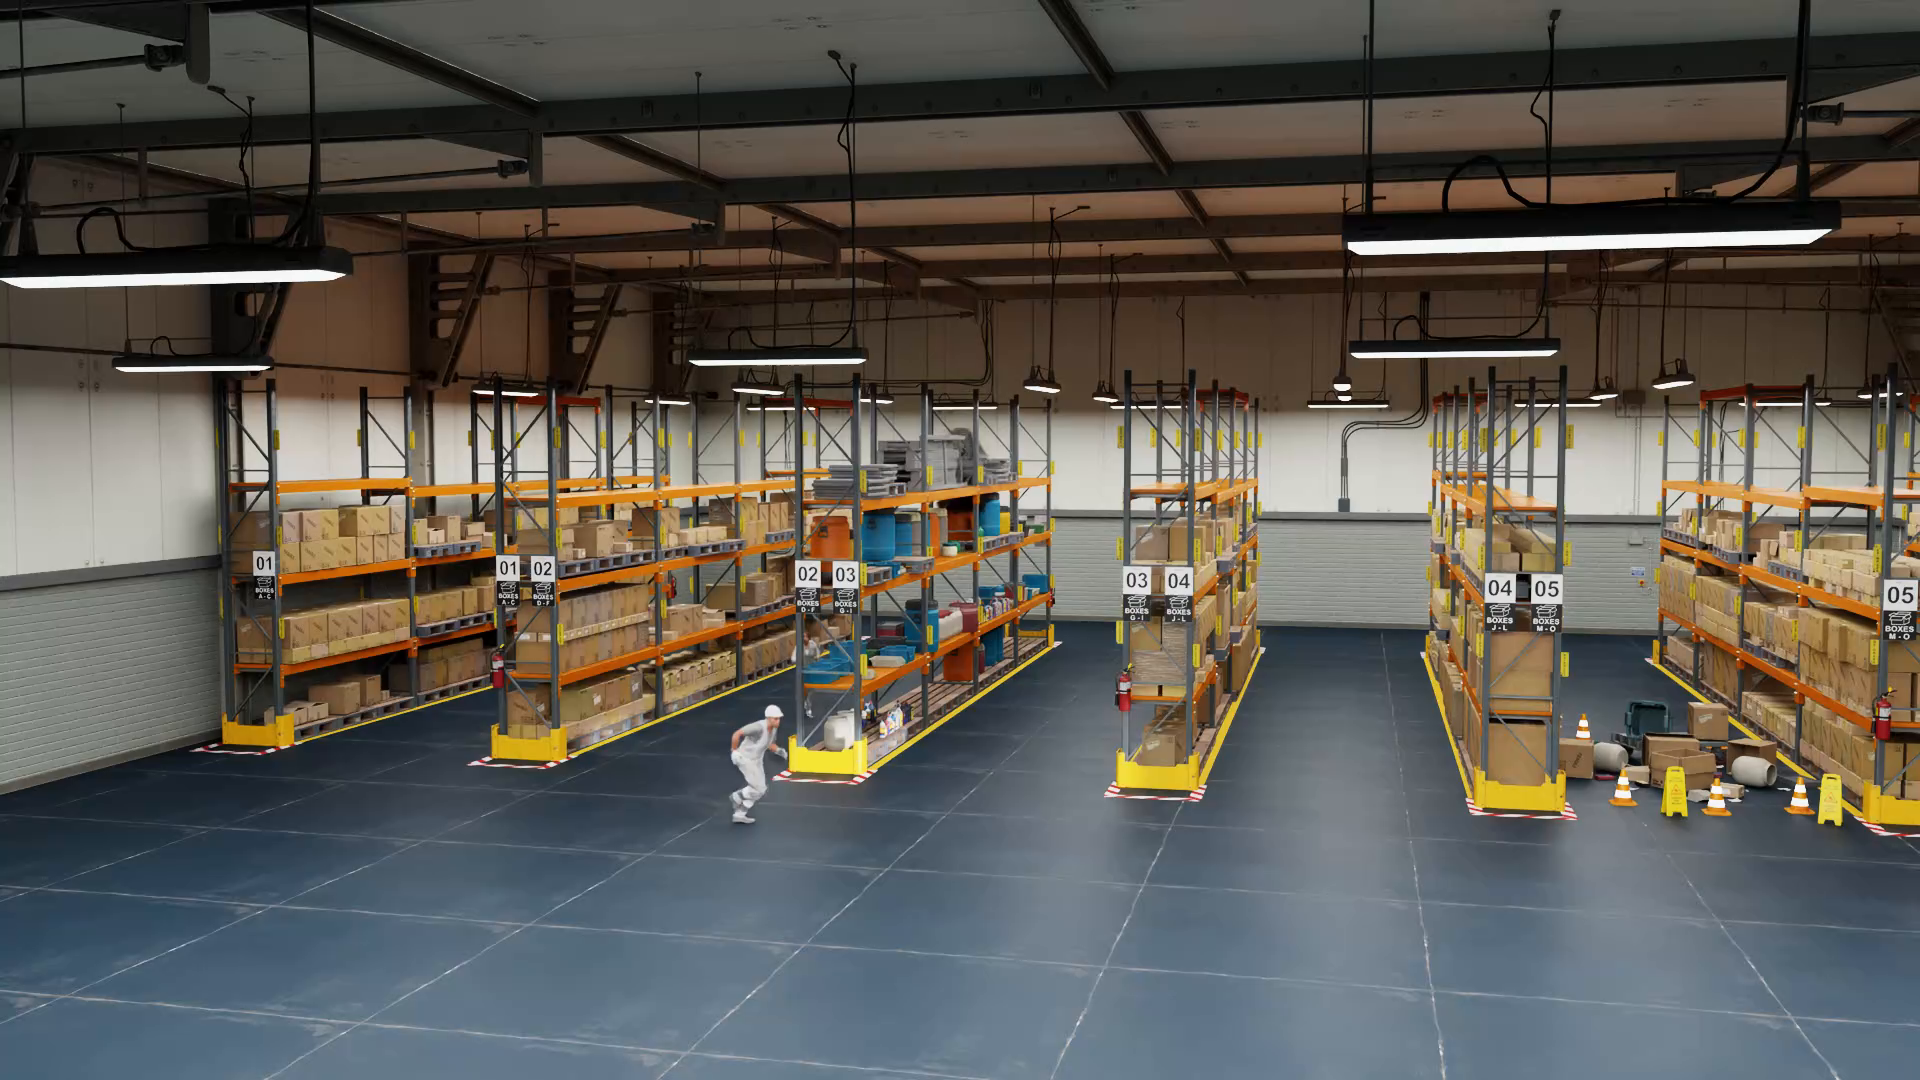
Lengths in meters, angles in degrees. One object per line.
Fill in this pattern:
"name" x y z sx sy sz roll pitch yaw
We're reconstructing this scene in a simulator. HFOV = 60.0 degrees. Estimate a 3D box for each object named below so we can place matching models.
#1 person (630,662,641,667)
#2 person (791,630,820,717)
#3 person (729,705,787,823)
"person" -6.981 2.020 35.240 0.643 1.835 0.773 1 3 11
"person" -2.806 2.400 30.306 0.533 1.568 0.887 0 3 -6
"person" -2.648 2.918 21.551 0.823 1.588 0.695 2 4 27
